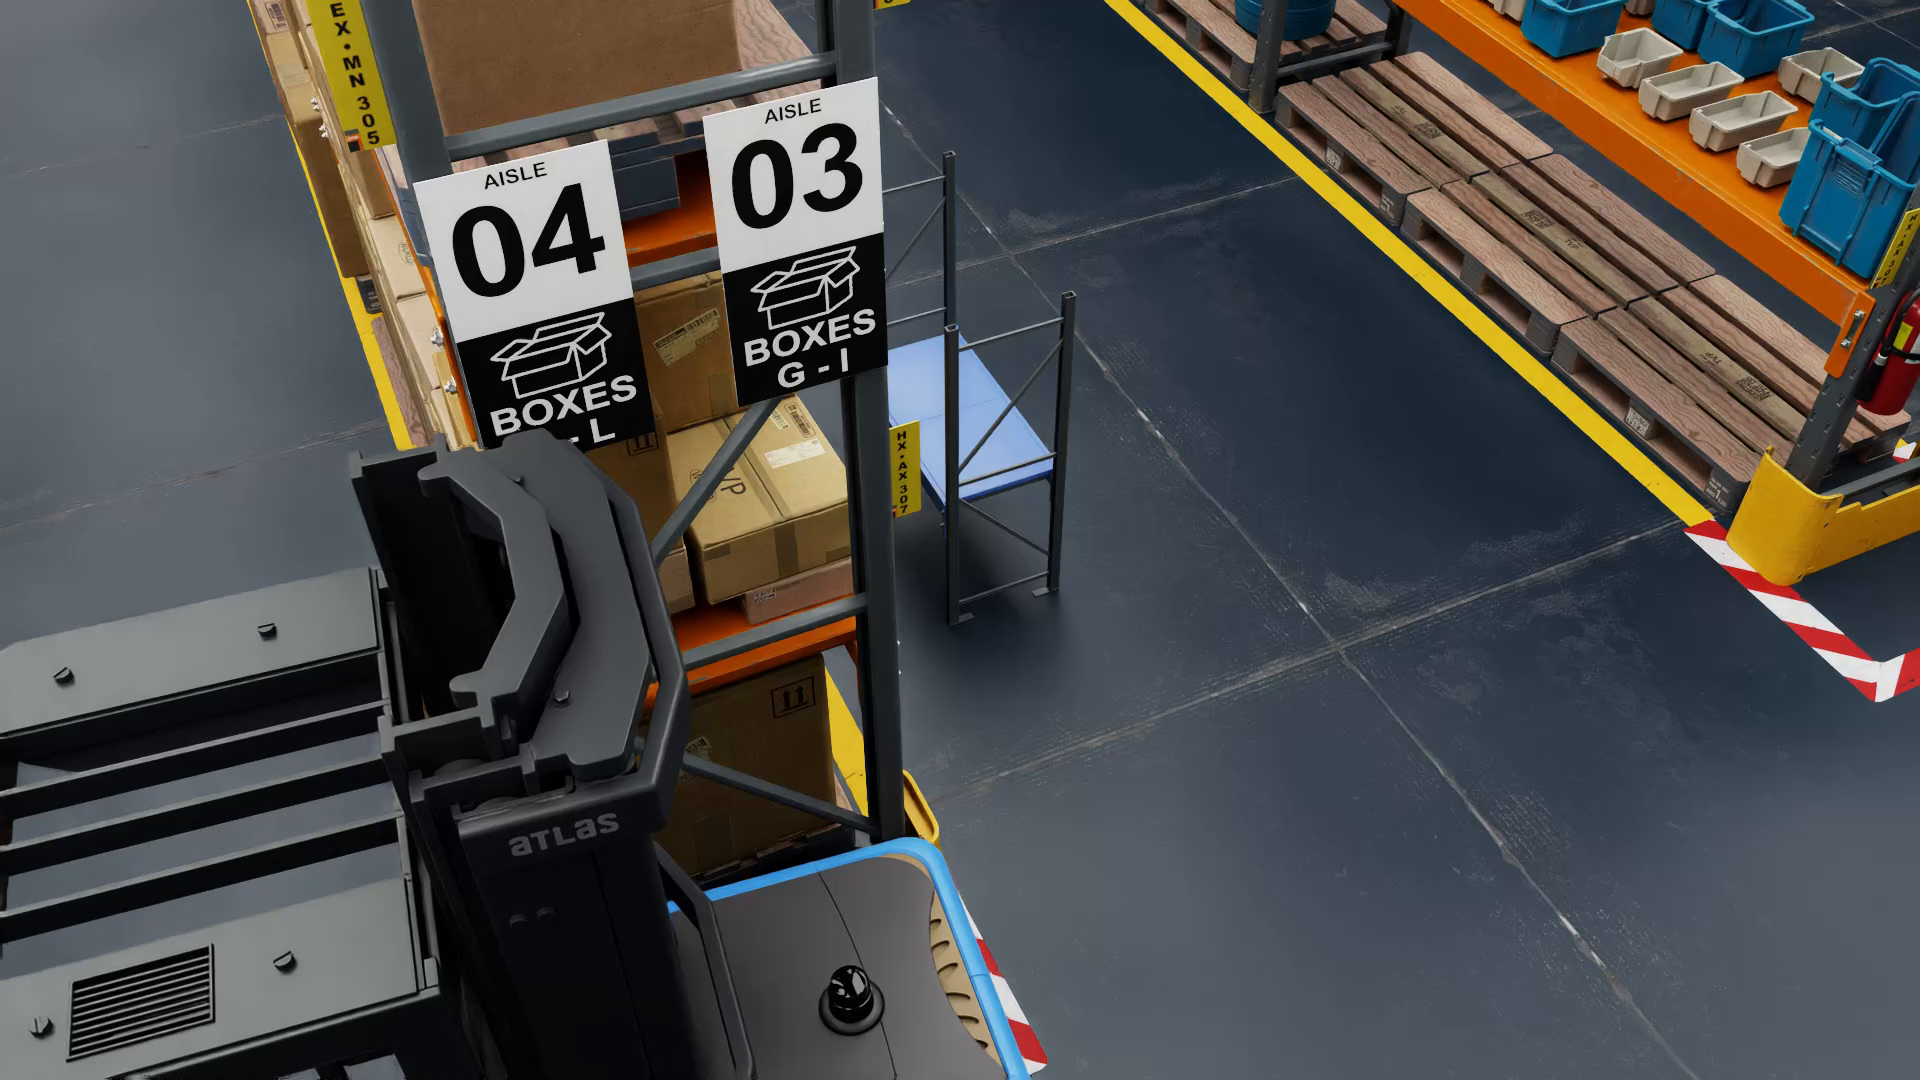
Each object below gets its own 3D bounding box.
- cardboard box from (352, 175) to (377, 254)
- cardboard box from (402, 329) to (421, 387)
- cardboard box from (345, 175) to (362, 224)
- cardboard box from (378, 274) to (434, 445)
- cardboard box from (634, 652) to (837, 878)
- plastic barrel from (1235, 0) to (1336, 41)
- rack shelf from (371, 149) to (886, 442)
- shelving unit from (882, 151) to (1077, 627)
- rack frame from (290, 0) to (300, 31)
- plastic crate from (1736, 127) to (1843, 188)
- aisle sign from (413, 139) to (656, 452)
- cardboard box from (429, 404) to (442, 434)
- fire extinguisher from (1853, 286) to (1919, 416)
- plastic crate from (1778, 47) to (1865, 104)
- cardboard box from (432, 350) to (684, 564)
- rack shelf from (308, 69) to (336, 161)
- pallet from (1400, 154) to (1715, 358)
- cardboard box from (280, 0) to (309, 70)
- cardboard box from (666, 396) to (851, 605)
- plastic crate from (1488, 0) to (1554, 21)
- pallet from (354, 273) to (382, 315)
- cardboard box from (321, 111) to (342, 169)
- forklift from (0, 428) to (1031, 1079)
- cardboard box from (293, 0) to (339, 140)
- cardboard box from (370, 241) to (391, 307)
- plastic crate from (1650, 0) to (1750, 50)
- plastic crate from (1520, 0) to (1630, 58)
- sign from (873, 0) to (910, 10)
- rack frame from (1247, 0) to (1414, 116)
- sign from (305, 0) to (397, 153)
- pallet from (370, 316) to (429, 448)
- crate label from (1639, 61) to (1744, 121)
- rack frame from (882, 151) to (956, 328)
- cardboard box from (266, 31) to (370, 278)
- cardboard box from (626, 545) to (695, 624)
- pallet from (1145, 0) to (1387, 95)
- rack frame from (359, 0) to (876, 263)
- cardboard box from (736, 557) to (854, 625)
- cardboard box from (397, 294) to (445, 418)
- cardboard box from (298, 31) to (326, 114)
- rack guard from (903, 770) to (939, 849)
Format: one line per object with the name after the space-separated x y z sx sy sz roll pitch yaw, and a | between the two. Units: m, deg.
-1.954 -1.268 6.163 0.500 0.250 0.500 -17 47 -16 | cardboard box
-1.751 -0.705 5.876 0.380 0.149 0.250 -17 47 -17 | cardboard box
-2.185 -1.361 6.541 0.380 0.149 0.250 -19 48 -18 | cardboard box
-1.758 -0.615 6.820 0.875 0.875 0.875 -18 47 -17 | cardboard box
-1.001 0.532 5.657 0.875 0.875 0.875 -18 47 -17 | cardboard box
1.939 -3.456 9.681 0.600 0.901 0.708 -18 47 -17 | plastic barrel
-1.501 -1.776 5.160 1.077 0.370 4.000 -18 47 -17 | rack shelf
-0.036 -0.588 6.647 0.538 1.500 1.048 -18 47 -17 | shelving unit
-2.342 -2.239 7.253 1.000 3.000 0.127 -18 47 -17 | rack frame
3.327 -1.547 6.696 0.396 0.136 0.243 -18 47 -17 | plastic crate
-0.902 -0.481 3.620 0.394 0.787 0.004 -18 47 -17 | aisle sign
-1.539 -0.381 5.548 0.380 0.149 0.250 -19 48 -18 | cardboard box
3.485 -0.762 6.076 0.296 0.674 0.183 -18 47 -17 | fire extinguisher
3.684 -1.996 7.151 0.250 0.136 0.298 -18 47 -17 | plastic crate
-1.103 -0.242 4.590 0.500 0.500 0.500 -17 47 -17 | cardboard box
-3.182 -3.258 8.797 1.077 0.370 4.000 -18 47 -17 | rack shelf
3.014 -1.474 8.462 1.003 0.211 1.213 -18 47 -17 | pallet
-2.786 -2.492 7.438 0.500 0.500 0.500 -18 47 -17 | cardboard box
-0.617 -0.128 5.008 0.500 0.250 0.500 -19 48 -18 | cardboard box
2.627 -2.654 7.714 0.437 0.282 0.530 -18 47 -17 | plastic crate
-2.734 -1.716 8.708 1.003 0.211 1.213 -18 47 -17 | pallet
-2.408 -1.696 6.881 0.380 0.149 0.250 -20 48 -19 | cardboard box
-1.340 1.203 3.813 3.031 2.935 1.130 -13 46 -13 | forklift
-2.172 -1.862 6.231 0.500 0.500 0.500 -18 47 -17 | cardboard box
-1.974 -1.037 6.213 0.380 0.149 0.250 -18 47 -17 | cardboard box
3.349 -2.400 7.492 0.416 0.233 0.300 -18 47 -17 | plastic crate
2.738 -2.348 7.439 0.416 0.233 0.300 -18 47 -17 | plastic crate
-0.154 -1.257 3.443 0.100 0.325 0.005 -18 47 -17 | sign
2.152 -3.702 8.735 1.000 3.000 0.127 -18 47 -17 | rack frame
-1.158 -0.894 3.179 0.100 0.325 0.005 -18 47 -17 | sign
-2.093 -0.739 7.717 1.003 0.211 1.213 -18 47 -17 | pallet
3.079 -1.906 7.060 0.396 0.136 0.243 -18 47 -17 | crate label
-0.250 -0.912 6.975 0.500 1.500 0.032 -18 47 -17 | rack frame
-2.629 -2.034 8.259 1.225 0.875 0.875 -18 47 -17 | cardboard box
-1.104 0.027 4.851 0.500 0.250 0.500 -19 48 -18 | cardboard box
1.866 -3.213 10.225 1.003 0.211 1.213 -18 47 -17 | pallet
-0.660 -1.826 2.562 1.000 3.000 0.127 -18 47 -17 | rack frame
-0.510 0.076 5.085 0.380 0.149 0.250 -18 47 -17 | cardboard box
-1.531 -0.621 5.507 0.500 0.250 0.500 -20 48 -19 | cardboard box
-2.382 -1.915 6.819 0.500 0.250 0.500 -19 48 -18 | cardboard box
-0.650 1.215 5.532 1.175 0.500 0.348 -18 47 -17 | rack guard
